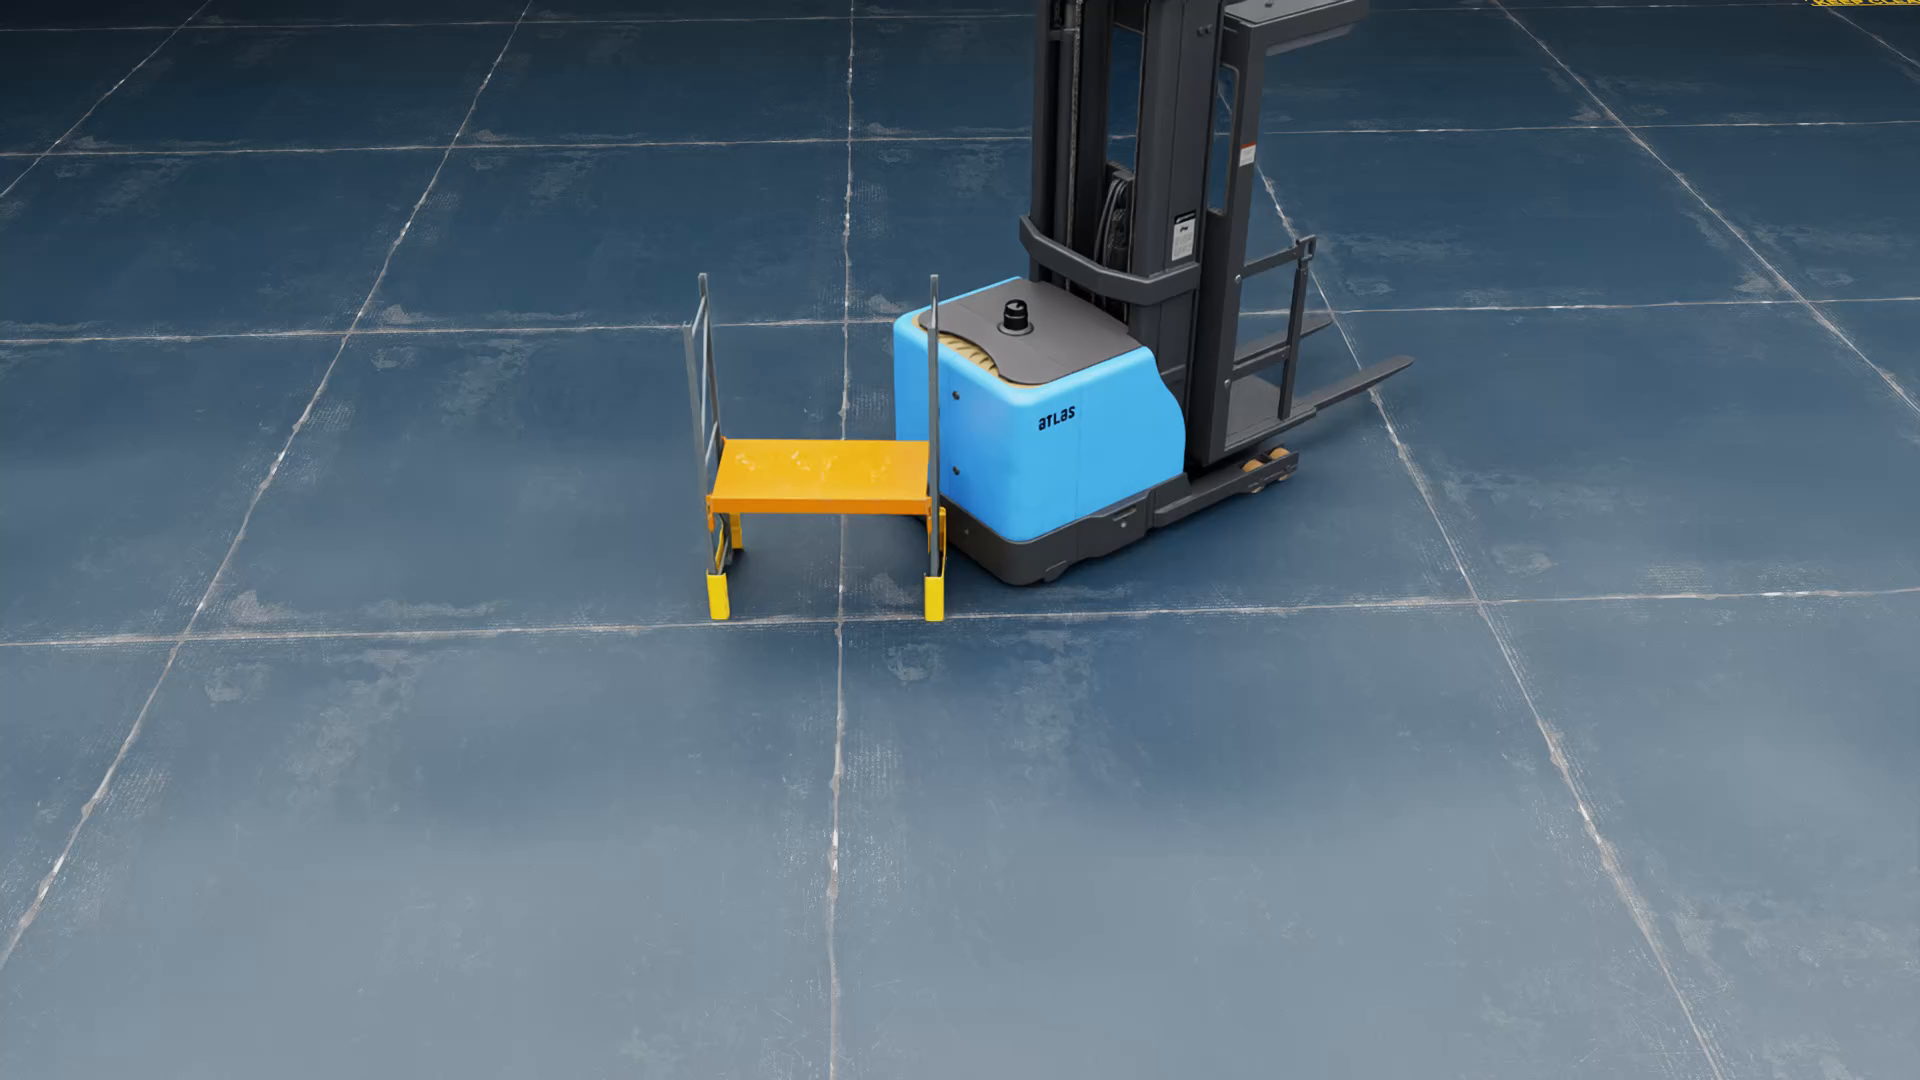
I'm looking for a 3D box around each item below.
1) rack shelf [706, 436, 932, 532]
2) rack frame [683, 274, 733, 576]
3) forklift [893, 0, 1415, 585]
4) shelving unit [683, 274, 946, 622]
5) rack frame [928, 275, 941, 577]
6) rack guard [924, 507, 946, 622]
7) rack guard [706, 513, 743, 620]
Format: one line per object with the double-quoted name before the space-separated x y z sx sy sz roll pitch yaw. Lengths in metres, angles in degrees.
"rack shelf" -0.623 -0.260 7.624 1.000 0.185 0.538 0 35 1
"rack frame" -1.131 -0.412 7.527 0.032 1.500 0.500 0 35 1
"forklift" 1.147 -1.668 8.084 3.031 2.935 1.130 -23 41 -30
"shelving unit" -0.614 -0.408 7.521 1.083 1.500 0.587 0 35 1
"rack frame" -0.115 -0.404 7.516 0.032 1.500 0.500 0 35 1
"rack guard" -0.116 0.110 7.871 0.087 0.250 0.587 0 35 1
"rack guard" -1.112 0.102 7.882 0.087 0.250 0.587 0 35 1
